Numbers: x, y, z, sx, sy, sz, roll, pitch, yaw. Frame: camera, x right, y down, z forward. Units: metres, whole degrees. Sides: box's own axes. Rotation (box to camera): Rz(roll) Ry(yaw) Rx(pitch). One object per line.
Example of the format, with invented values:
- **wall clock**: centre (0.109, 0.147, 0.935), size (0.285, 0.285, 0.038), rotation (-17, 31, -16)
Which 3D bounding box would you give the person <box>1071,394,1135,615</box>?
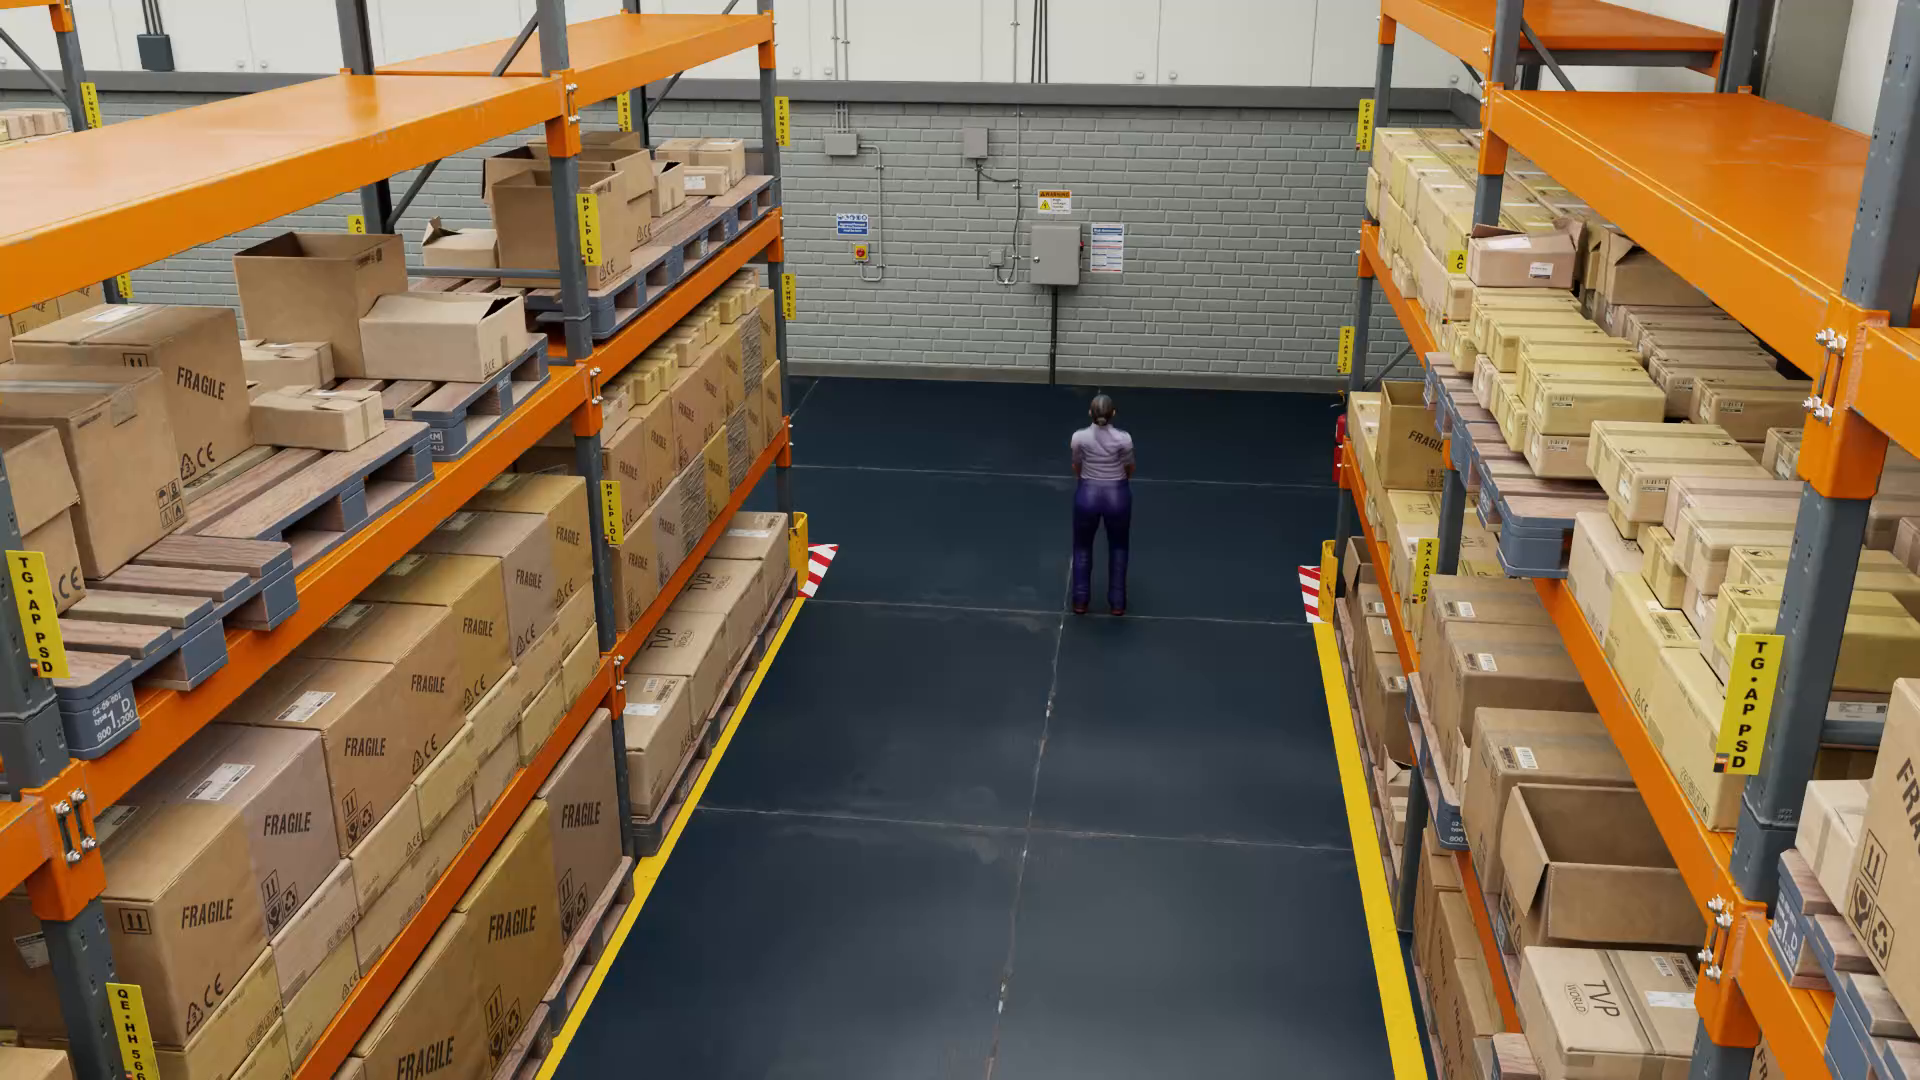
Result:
- **person**: centre (1.013, -0.287, 11.857), size (0.453, 1.636, 0.524), rotation (3, 21, 7)
